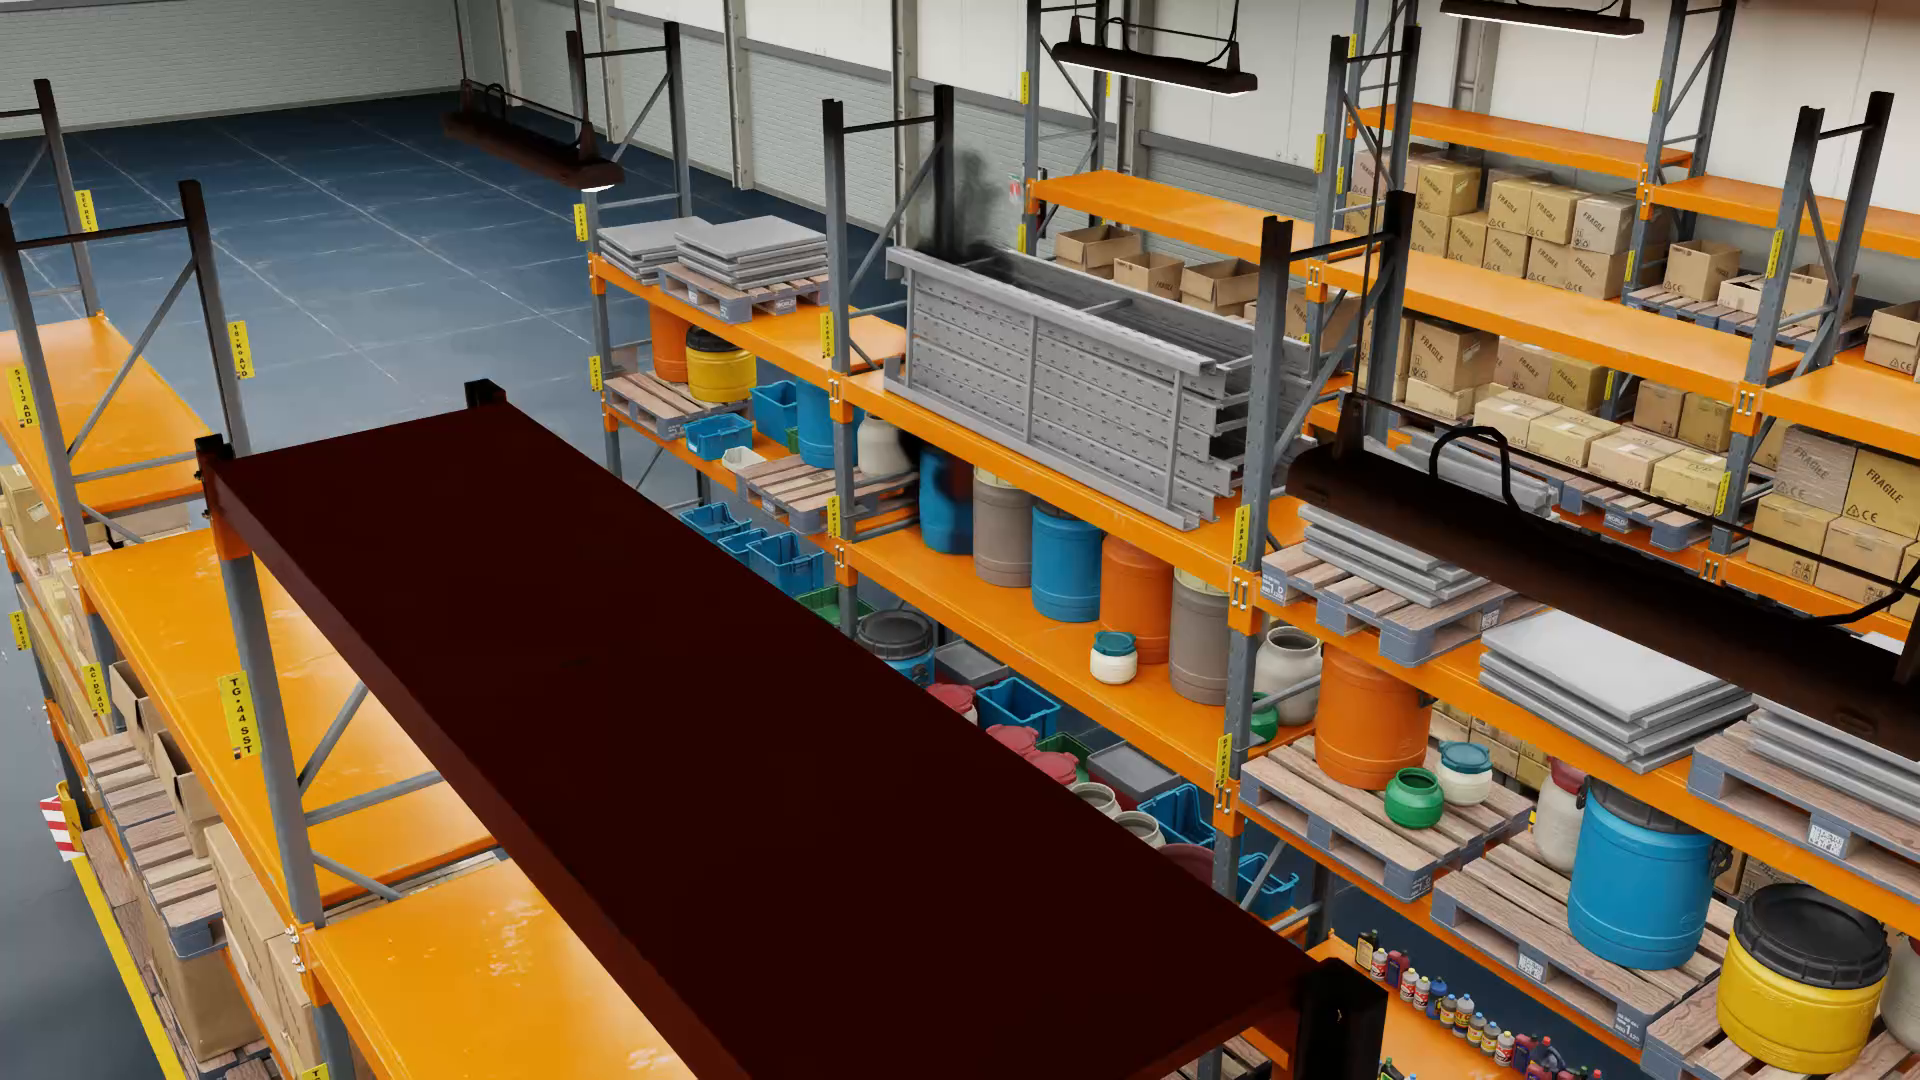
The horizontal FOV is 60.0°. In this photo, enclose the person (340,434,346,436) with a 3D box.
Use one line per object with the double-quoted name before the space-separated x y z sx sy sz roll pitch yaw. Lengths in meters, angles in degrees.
"person" -6.335 -0.383 17.923 0.713 1.612 0.549 -2 25 -4
